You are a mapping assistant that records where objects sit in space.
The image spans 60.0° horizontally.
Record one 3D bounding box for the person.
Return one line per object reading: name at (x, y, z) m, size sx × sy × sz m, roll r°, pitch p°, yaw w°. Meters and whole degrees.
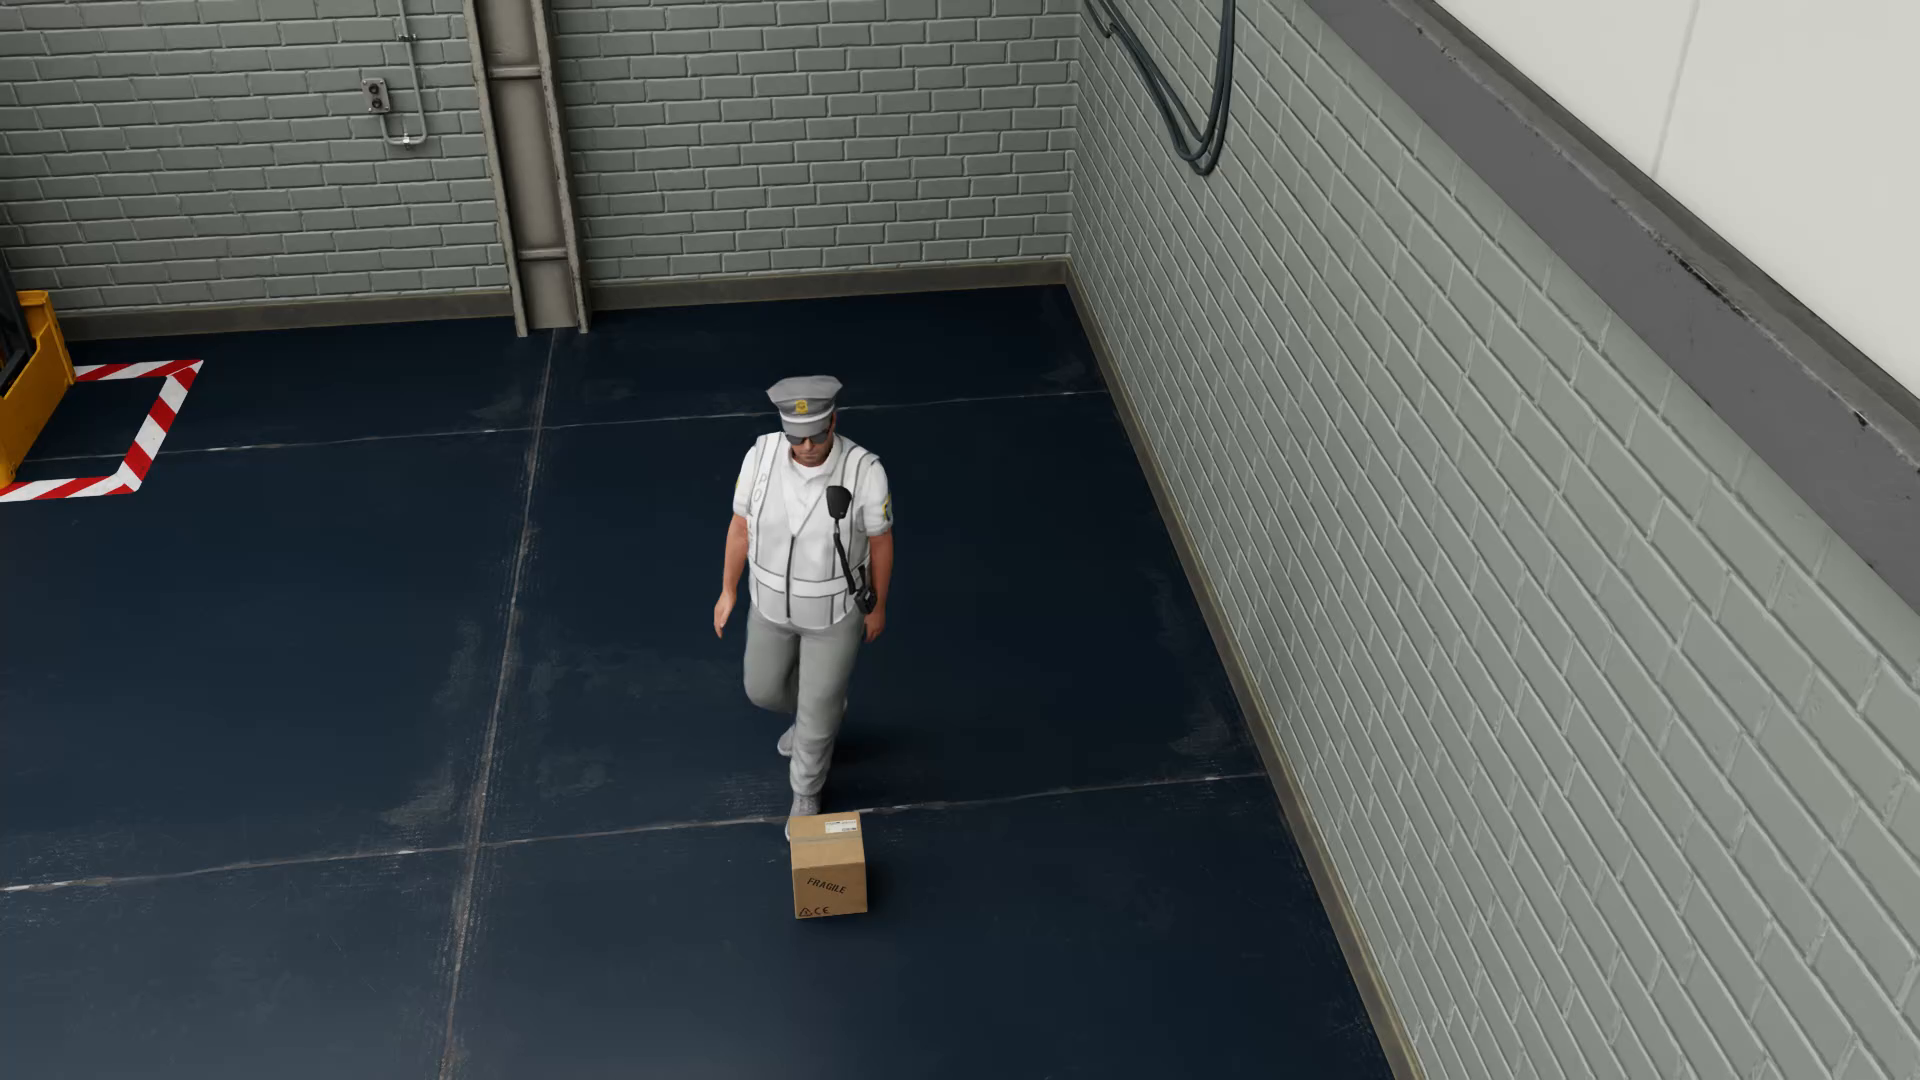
person at (-0.552, 0.215, 5.806) m, size 0.608 × 1.744 × 0.662 m, roll 10°, pitch 36°, yaw 14°
